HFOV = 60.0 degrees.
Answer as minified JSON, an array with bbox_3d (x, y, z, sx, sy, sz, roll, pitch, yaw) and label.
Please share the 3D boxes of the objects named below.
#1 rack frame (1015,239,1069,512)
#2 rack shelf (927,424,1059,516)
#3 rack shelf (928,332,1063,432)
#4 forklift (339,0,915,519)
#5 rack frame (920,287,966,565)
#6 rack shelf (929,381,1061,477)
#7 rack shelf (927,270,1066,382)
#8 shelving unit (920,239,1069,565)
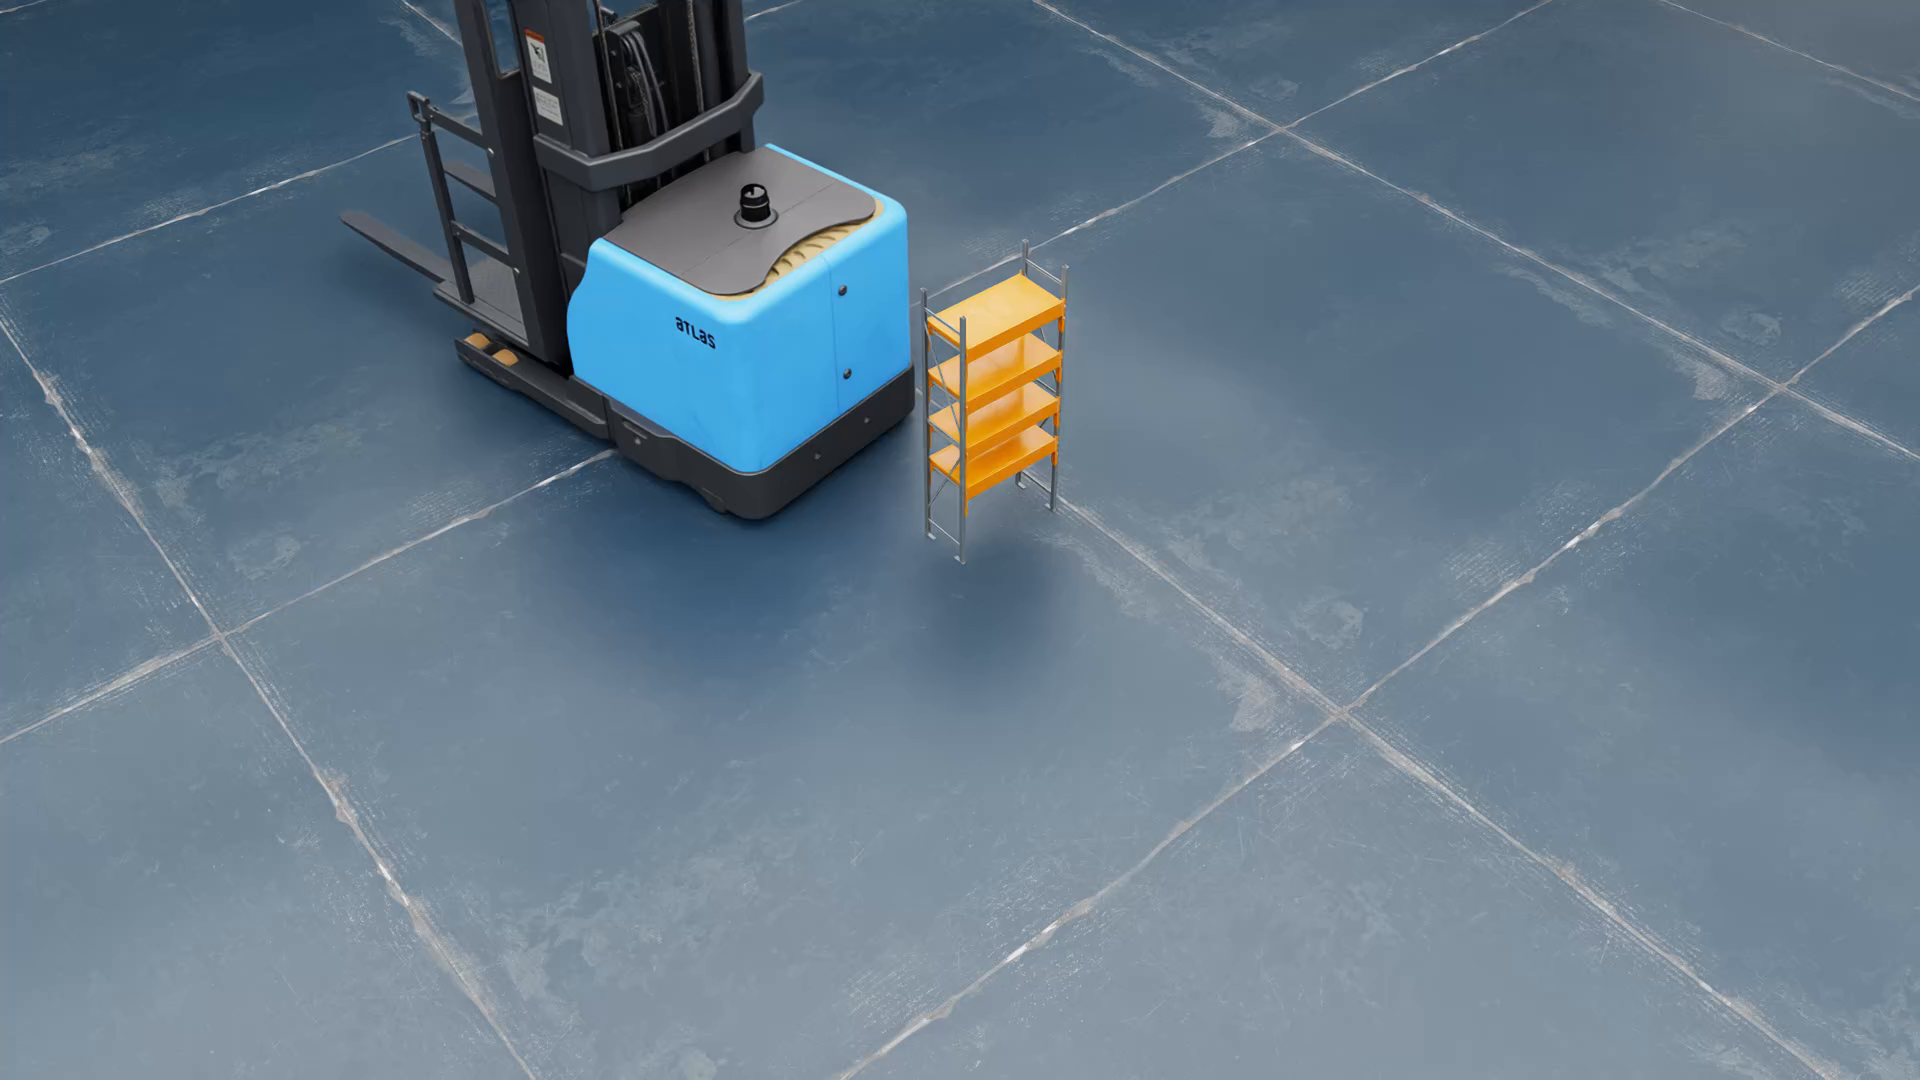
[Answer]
[{"bbox_3d":[0.314,-0.617,6.531,0.015,1.200,0.240,-30,51,-28],"label":"rack frame"},{"bbox_3d":[0.127,-0.316,6.599,0.480,0.148,0.258,-30,51,-28],"label":"rack shelf"},{"bbox_3d":[0.127,-0.624,6.310,0.480,0.148,0.258,-30,51,-28],"label":"rack shelf"},{"bbox_3d":[-1.653,-2.007,6.745,3.031,2.935,1.130,30,51,28],"label":"forklift"},{"bbox_3d":[-0.060,-0.403,6.303,0.015,1.200,0.240,-30,51,-28],"label":"rack frame"},{"bbox_3d":[0.127,-0.461,6.463,0.480,0.148,0.258,-30,51,-28],"label":"rack shelf"},{"bbox_3d":[0.127,-0.796,6.148,0.480,0.148,0.258,-30,51,-28],"label":"rack shelf"},{"bbox_3d":[0.127,-0.510,6.417,0.503,1.200,0.258,-30,51,-28],"label":"shelving unit"}]
